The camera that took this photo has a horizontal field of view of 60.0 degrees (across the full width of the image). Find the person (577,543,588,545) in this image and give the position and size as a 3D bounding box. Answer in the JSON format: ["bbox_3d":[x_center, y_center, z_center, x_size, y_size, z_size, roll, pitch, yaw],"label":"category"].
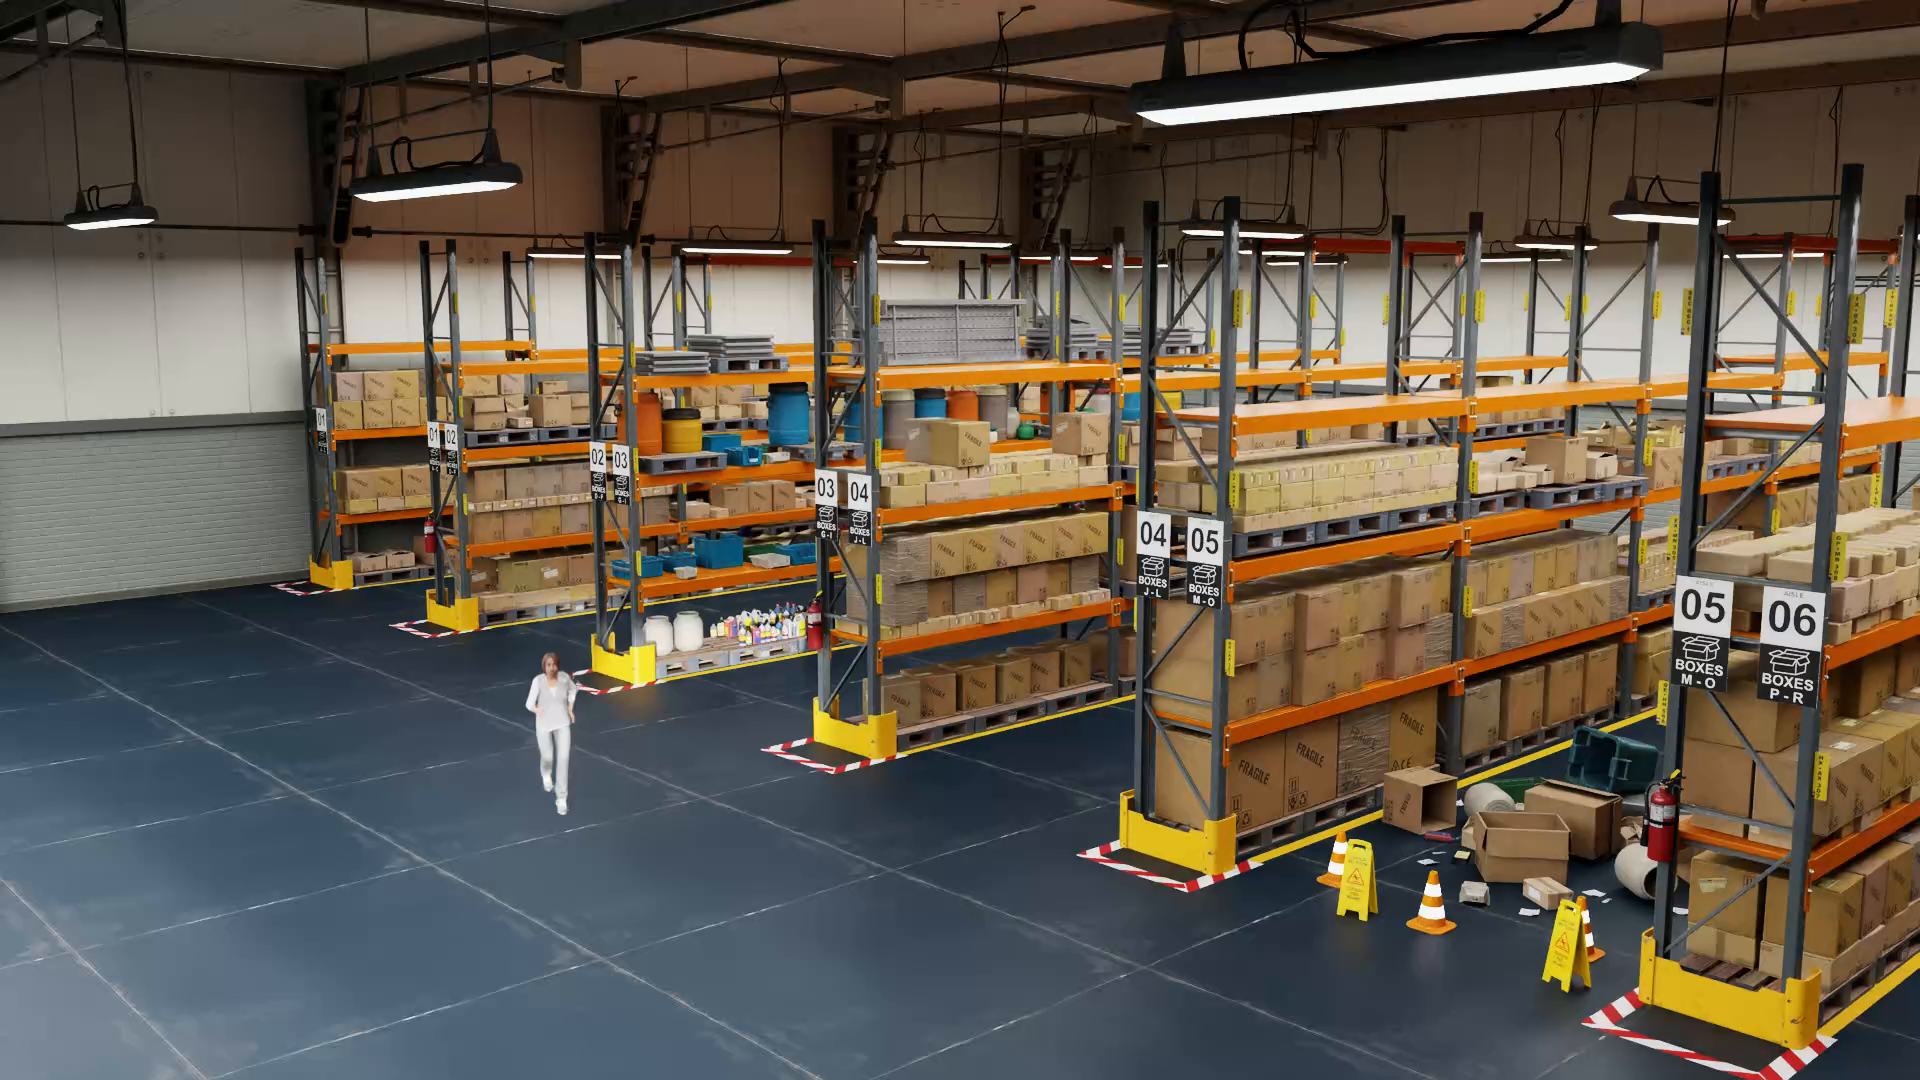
[{"bbox_3d":[-6.687,-0.024,29.588,0.685,1.735,0.667,7,11,38],"label":"person"}]

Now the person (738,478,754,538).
[{"bbox_3d":[-4.133,-0.366,32.191,0.735,1.699,0.588,-8,11,-43],"label":"person"}]

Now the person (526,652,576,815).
[{"bbox_3d":[-4.150,1.908,16.935,0.516,1.605,0.850,-3,9,-18],"label":"person"}]
